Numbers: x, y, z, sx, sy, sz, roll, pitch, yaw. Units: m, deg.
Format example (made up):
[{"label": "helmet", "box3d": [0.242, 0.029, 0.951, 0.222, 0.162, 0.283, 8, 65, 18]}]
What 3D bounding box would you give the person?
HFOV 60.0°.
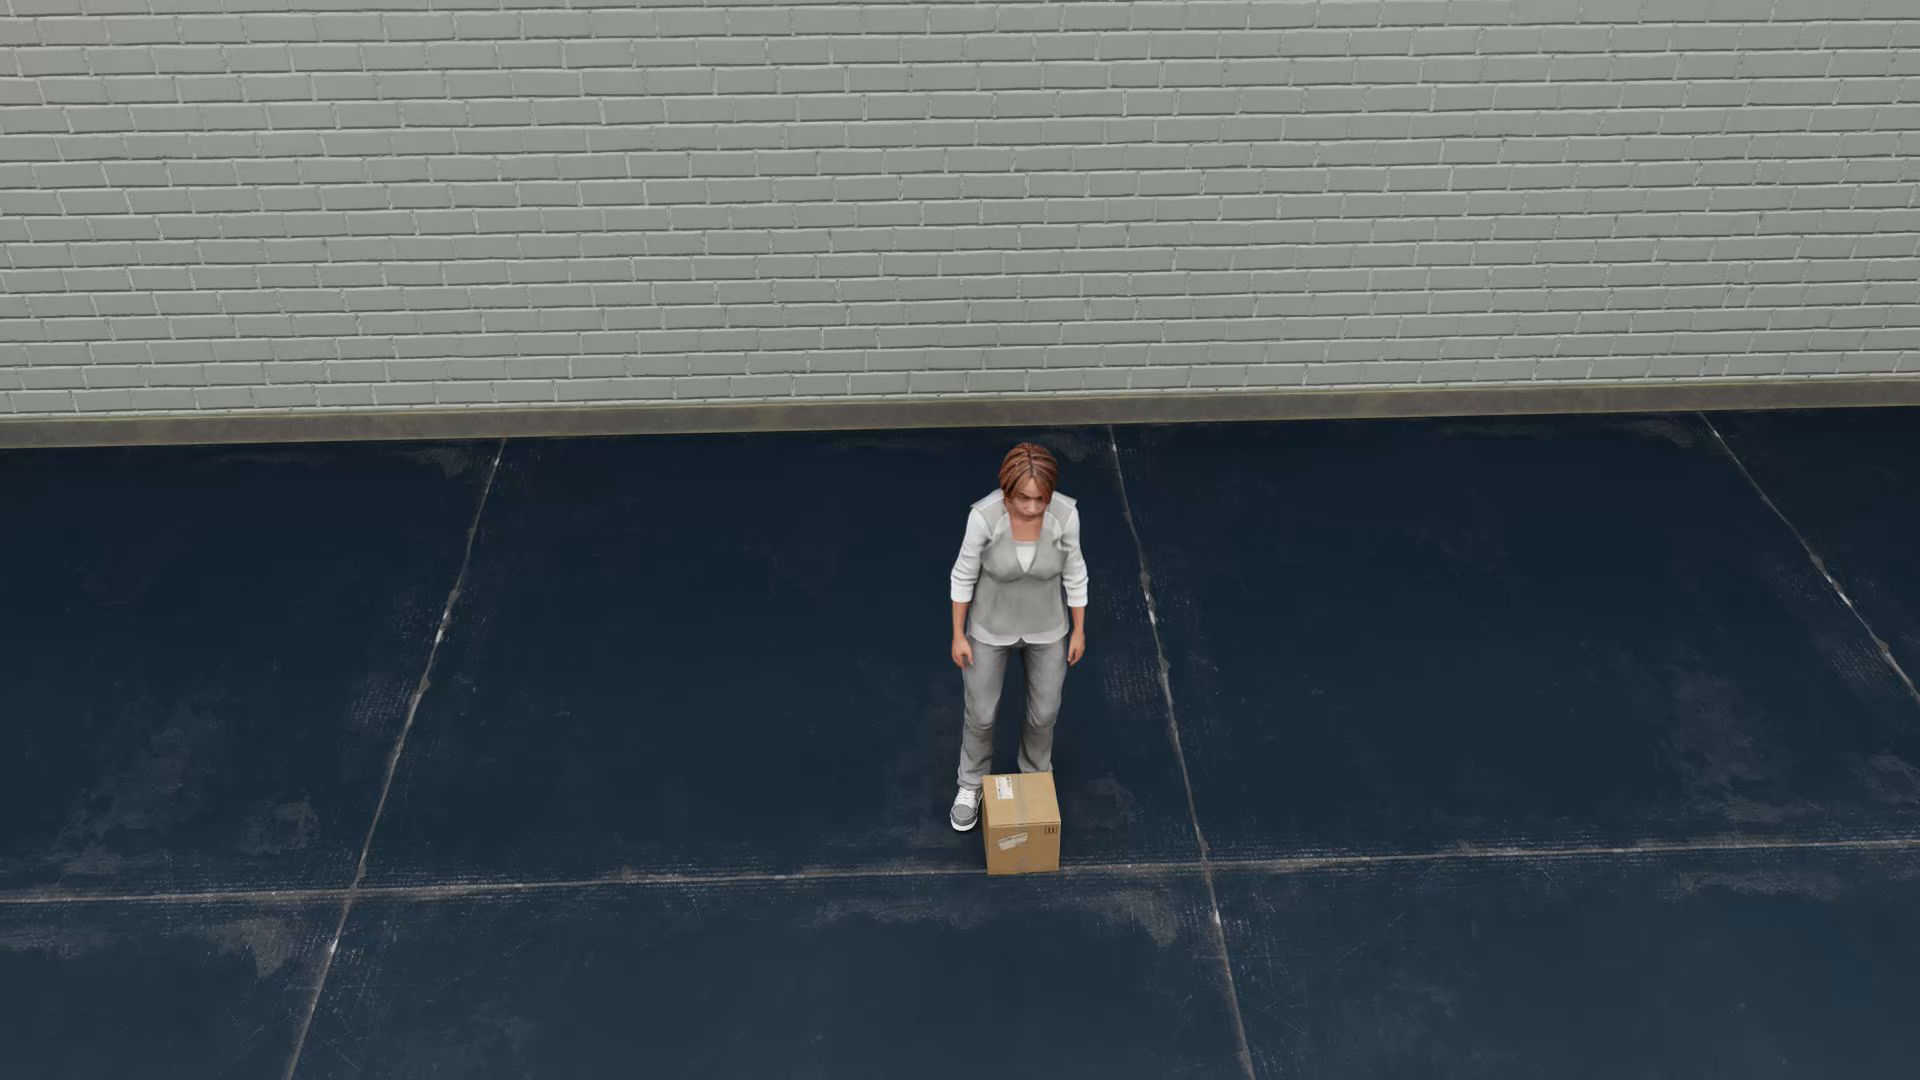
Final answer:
[{"label": "person", "box3d": [0.197, 0.325, 5.703, 0.476, 1.593, 0.348, -2, 36, -3]}]
